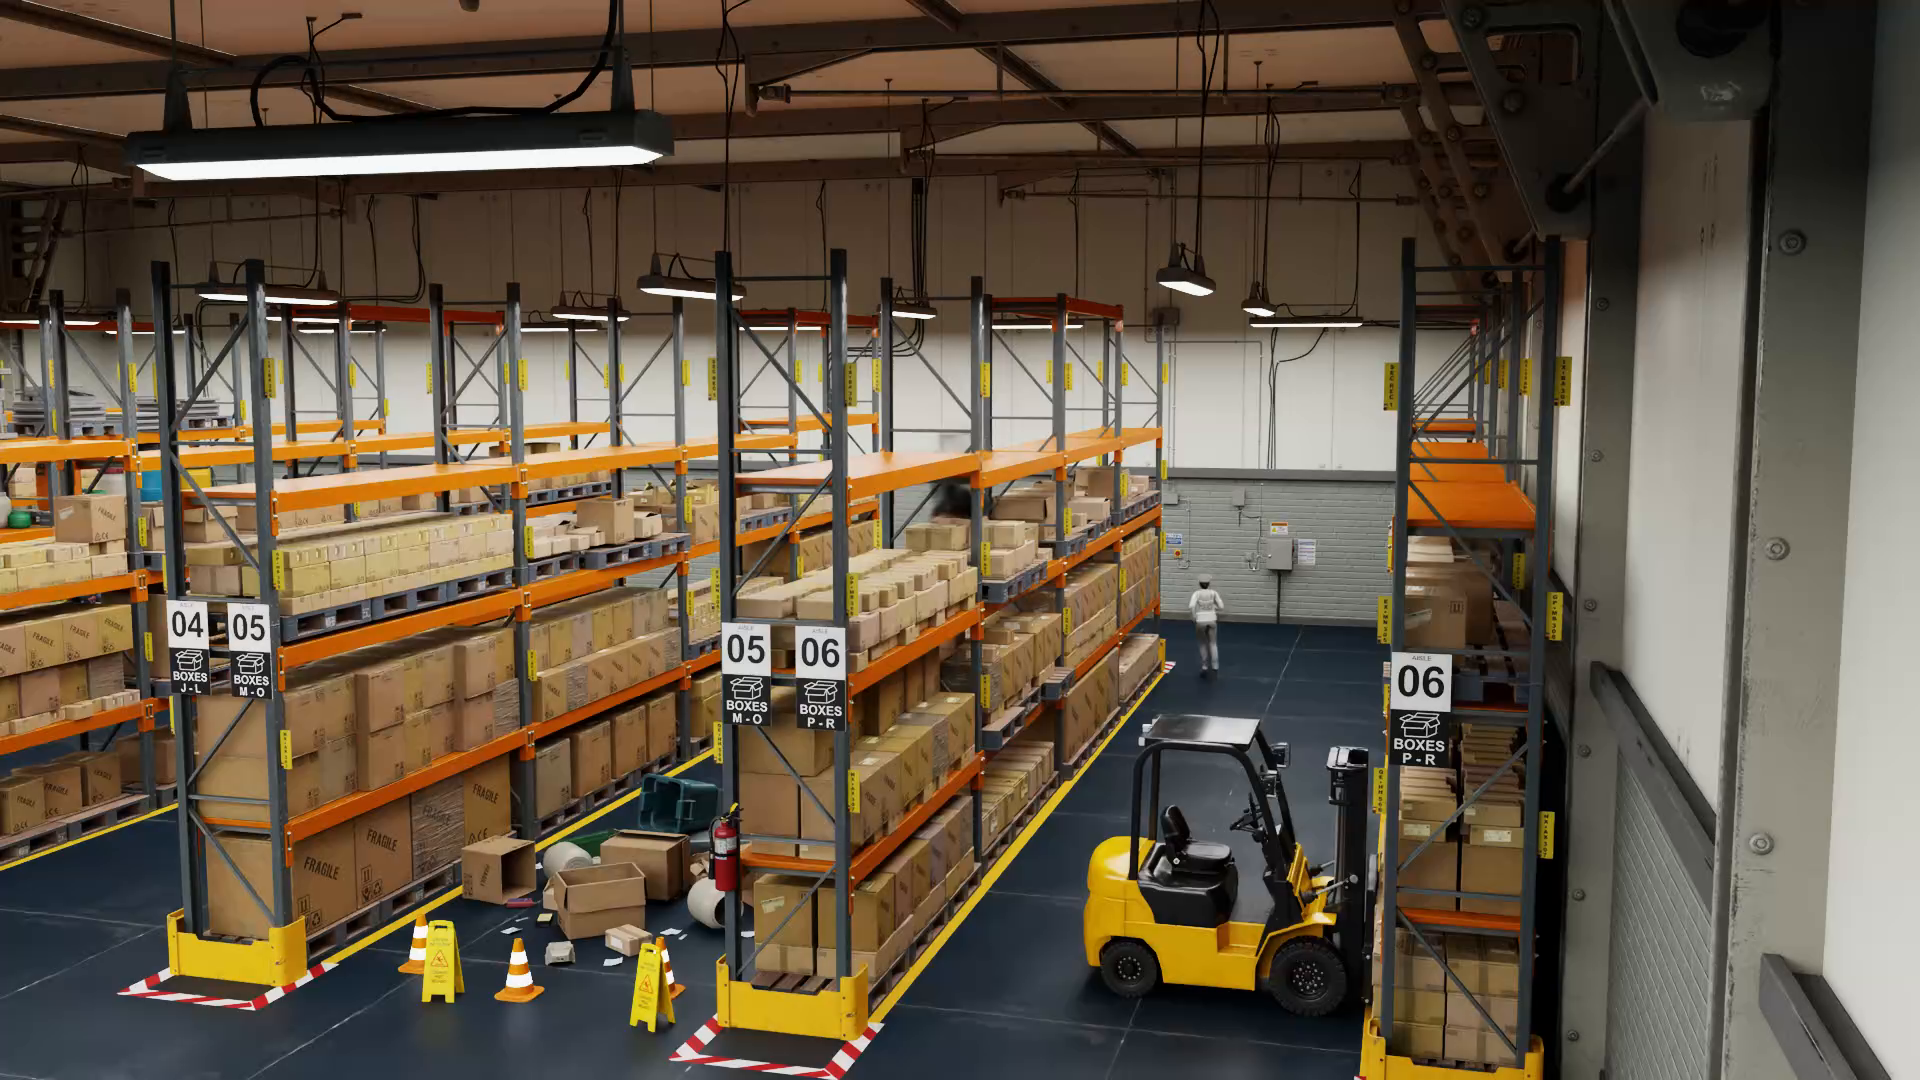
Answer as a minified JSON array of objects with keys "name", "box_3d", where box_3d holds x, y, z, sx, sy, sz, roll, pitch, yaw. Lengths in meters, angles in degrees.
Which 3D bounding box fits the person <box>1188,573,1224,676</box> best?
[{"name":"person","box_3d":[4.058,1.407,27.517,0.621,1.718,0.815,0,6,0]}]
